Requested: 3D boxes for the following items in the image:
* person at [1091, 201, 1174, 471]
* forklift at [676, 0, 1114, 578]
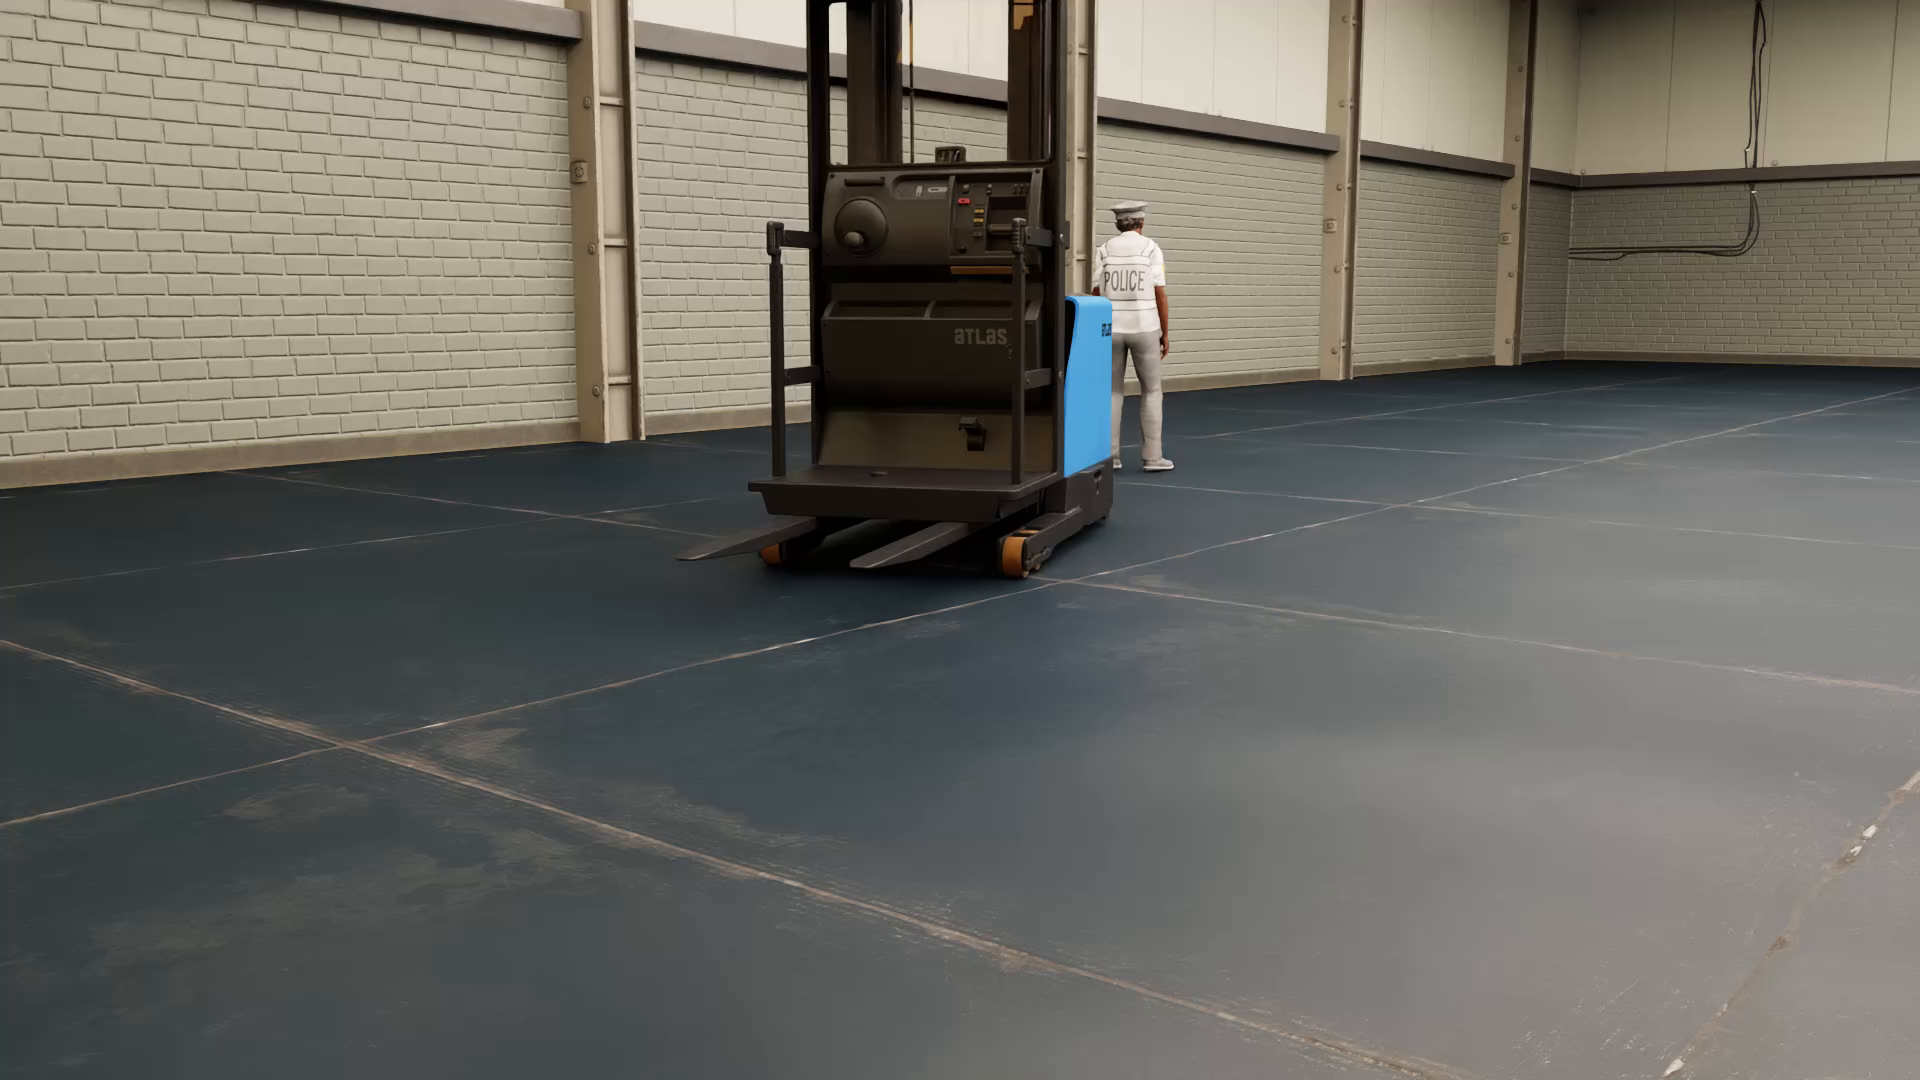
[{"bbox_3d":[1.060,-1.256,10.280,0.518,1.656,0.397,3,9,18],"label":"person"},{"bbox_3d":[-0.176,-1.366,6.616,1.130,2.935,3.031,3,9,17],"label":"forklift"}]
